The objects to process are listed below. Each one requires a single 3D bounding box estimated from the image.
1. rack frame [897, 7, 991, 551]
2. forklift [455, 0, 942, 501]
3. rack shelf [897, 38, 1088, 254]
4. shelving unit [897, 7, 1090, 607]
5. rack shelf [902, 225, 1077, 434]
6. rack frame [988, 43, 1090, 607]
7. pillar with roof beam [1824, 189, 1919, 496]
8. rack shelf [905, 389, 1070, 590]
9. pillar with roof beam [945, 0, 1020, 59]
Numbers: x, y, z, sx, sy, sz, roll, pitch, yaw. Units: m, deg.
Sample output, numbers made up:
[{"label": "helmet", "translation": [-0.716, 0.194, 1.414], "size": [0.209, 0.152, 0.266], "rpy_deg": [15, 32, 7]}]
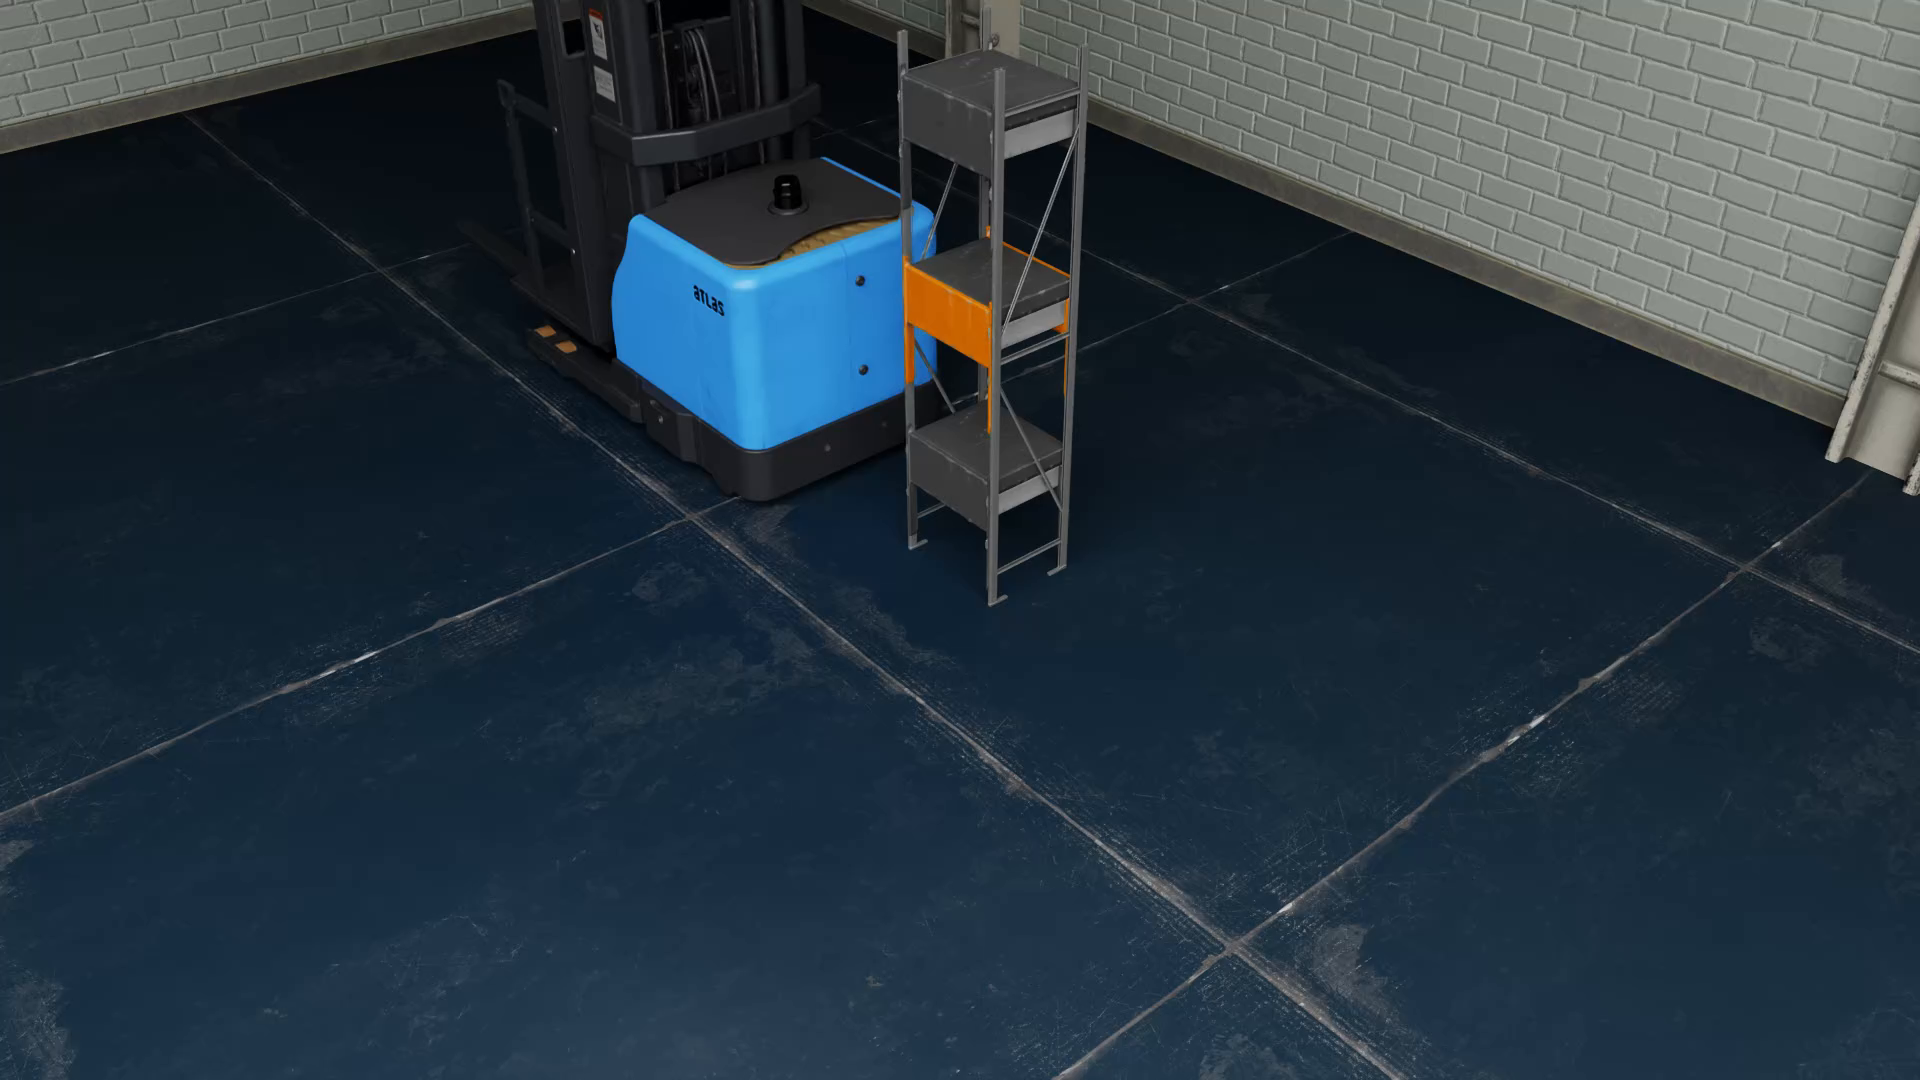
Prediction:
[{"label": "rack frame", "translation": [-0.051, -0.892, 6.192], "size": [0.400, 2.100, 0.015], "rpy_deg": [-26, 43, -32]}, {"label": "forklift", "translation": [-1.417, -2.135, 7.229], "size": [1.130, 2.935, 3.031], "rpy_deg": [-26, 43, -32]}, {"label": "rack shelf", "translation": [0.107, -1.344, 5.643], "size": [0.431, 0.518, 0.480], "rpy_deg": [-26, 43, -32]}, {"label": "shelving unit", "translation": [0.107, -0.784, 6.040], "size": [0.431, 2.100, 0.503], "rpy_deg": [-26, 43, -32]}, {"label": "rack shelf", "translation": [0.107, -0.773, 6.048], "size": [0.431, 0.518, 0.480], "rpy_deg": [-26, 43, -32]}, {"label": "rack frame", "translation": [0.264, -0.676, 5.888], "size": [0.400, 2.100, 0.015], "rpy_deg": [-26, 43, -32]}, {"label": "pillar with roof beam", "translation": [0.726, -2.396, 2.347], "size": [9.100, 9.000, 0.400], "rpy_deg": [-26, 43, -32]}, {"label": "rack shelf", "translation": [0.107, -0.201, 6.452], "size": [0.431, 0.518, 0.480], "rpy_deg": [-26, 43, -32]}, {"label": "pillar with roof beam", "translation": [-3.146, -5.045, 6.087], "size": [9.100, 9.000, 0.400], "rpy_deg": [-26, 43, -32]}]
